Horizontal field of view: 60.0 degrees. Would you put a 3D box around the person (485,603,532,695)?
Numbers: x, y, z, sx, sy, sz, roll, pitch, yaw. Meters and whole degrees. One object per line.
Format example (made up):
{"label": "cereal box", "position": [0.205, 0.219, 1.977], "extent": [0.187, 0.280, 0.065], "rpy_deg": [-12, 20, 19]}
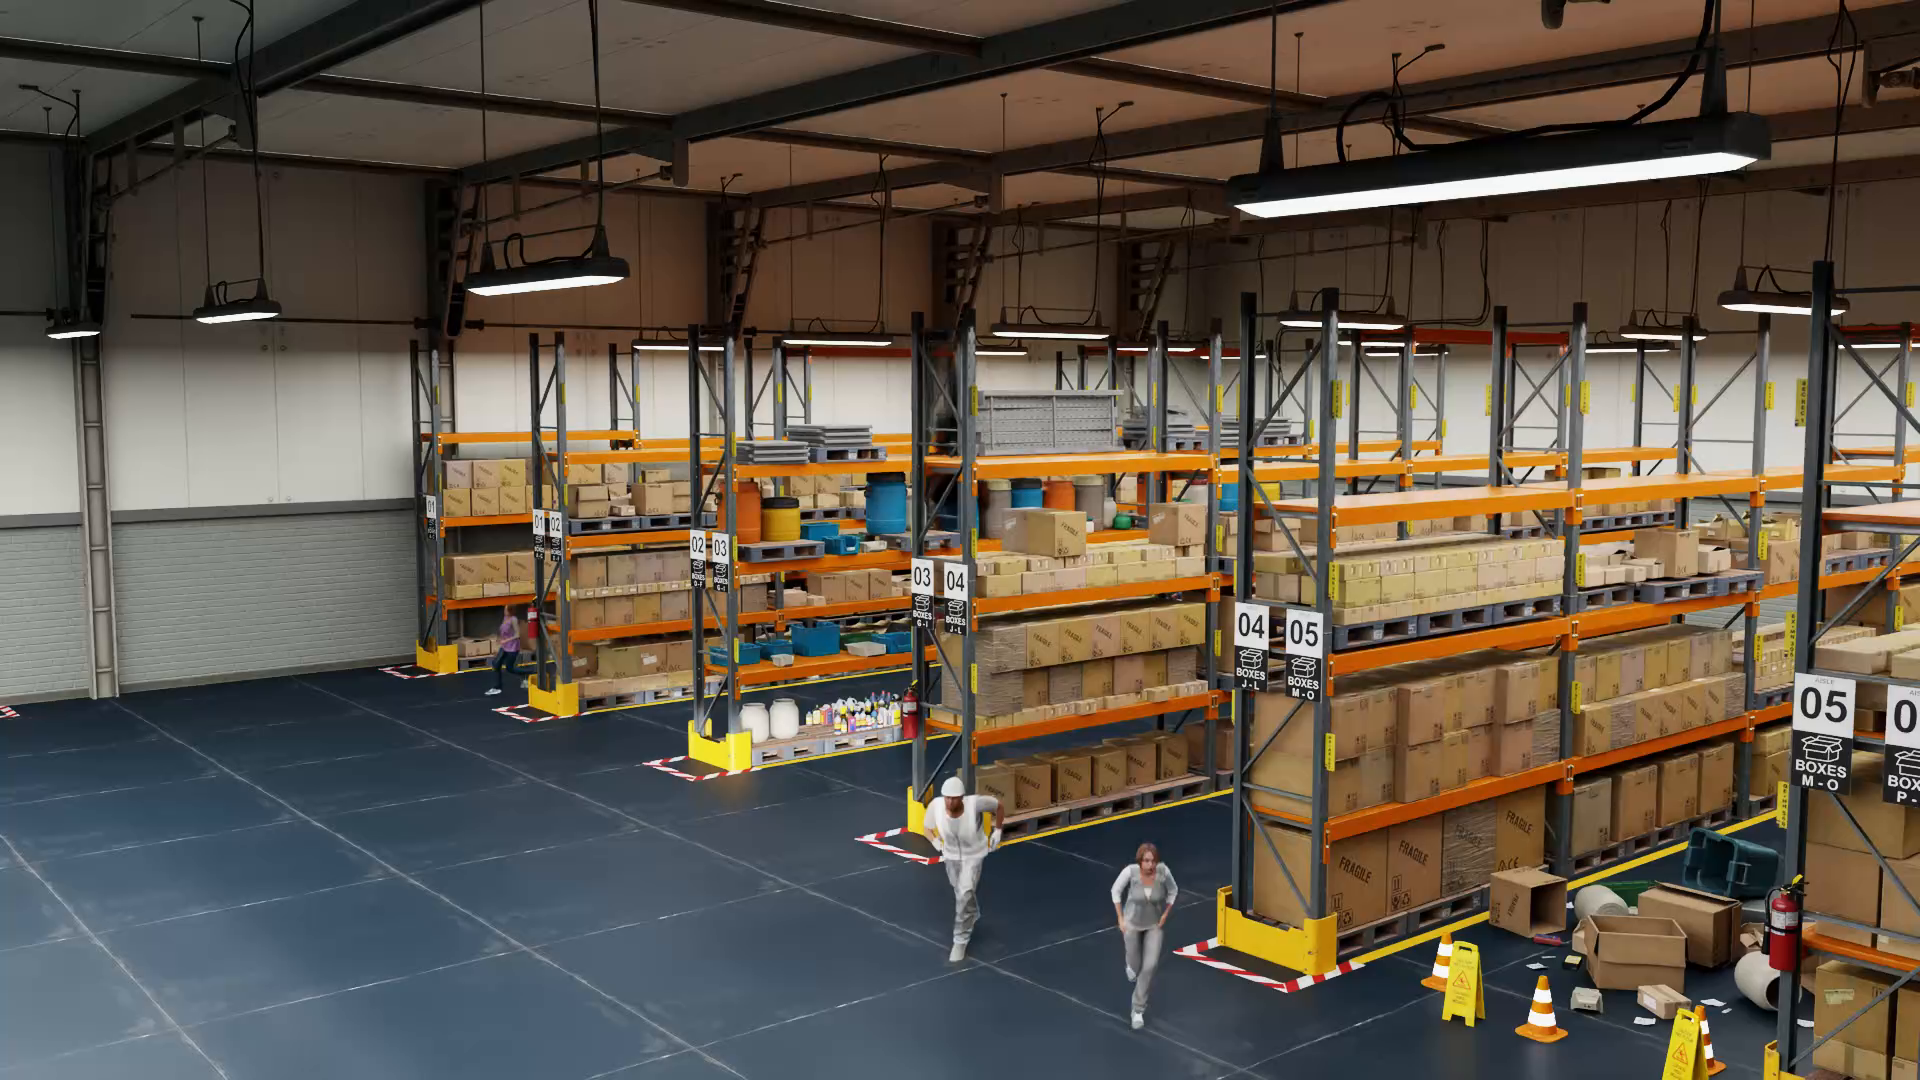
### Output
{"label": "person", "position": [-7.484, 1.816, 27.790], "extent": [0.813, 1.560, 0.579], "rpy_deg": [-5, 7, -41]}

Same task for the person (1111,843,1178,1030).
{"label": "person", "position": [1.494, 3.165, 13.651], "extent": [0.538, 1.547, 0.810], "rpy_deg": [-1, 5, -6]}

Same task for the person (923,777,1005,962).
{"label": "person", "position": [0.053, 2.947, 15.247], "extent": [0.729, 1.726, 1.034], "rpy_deg": [1, 5, 15]}
